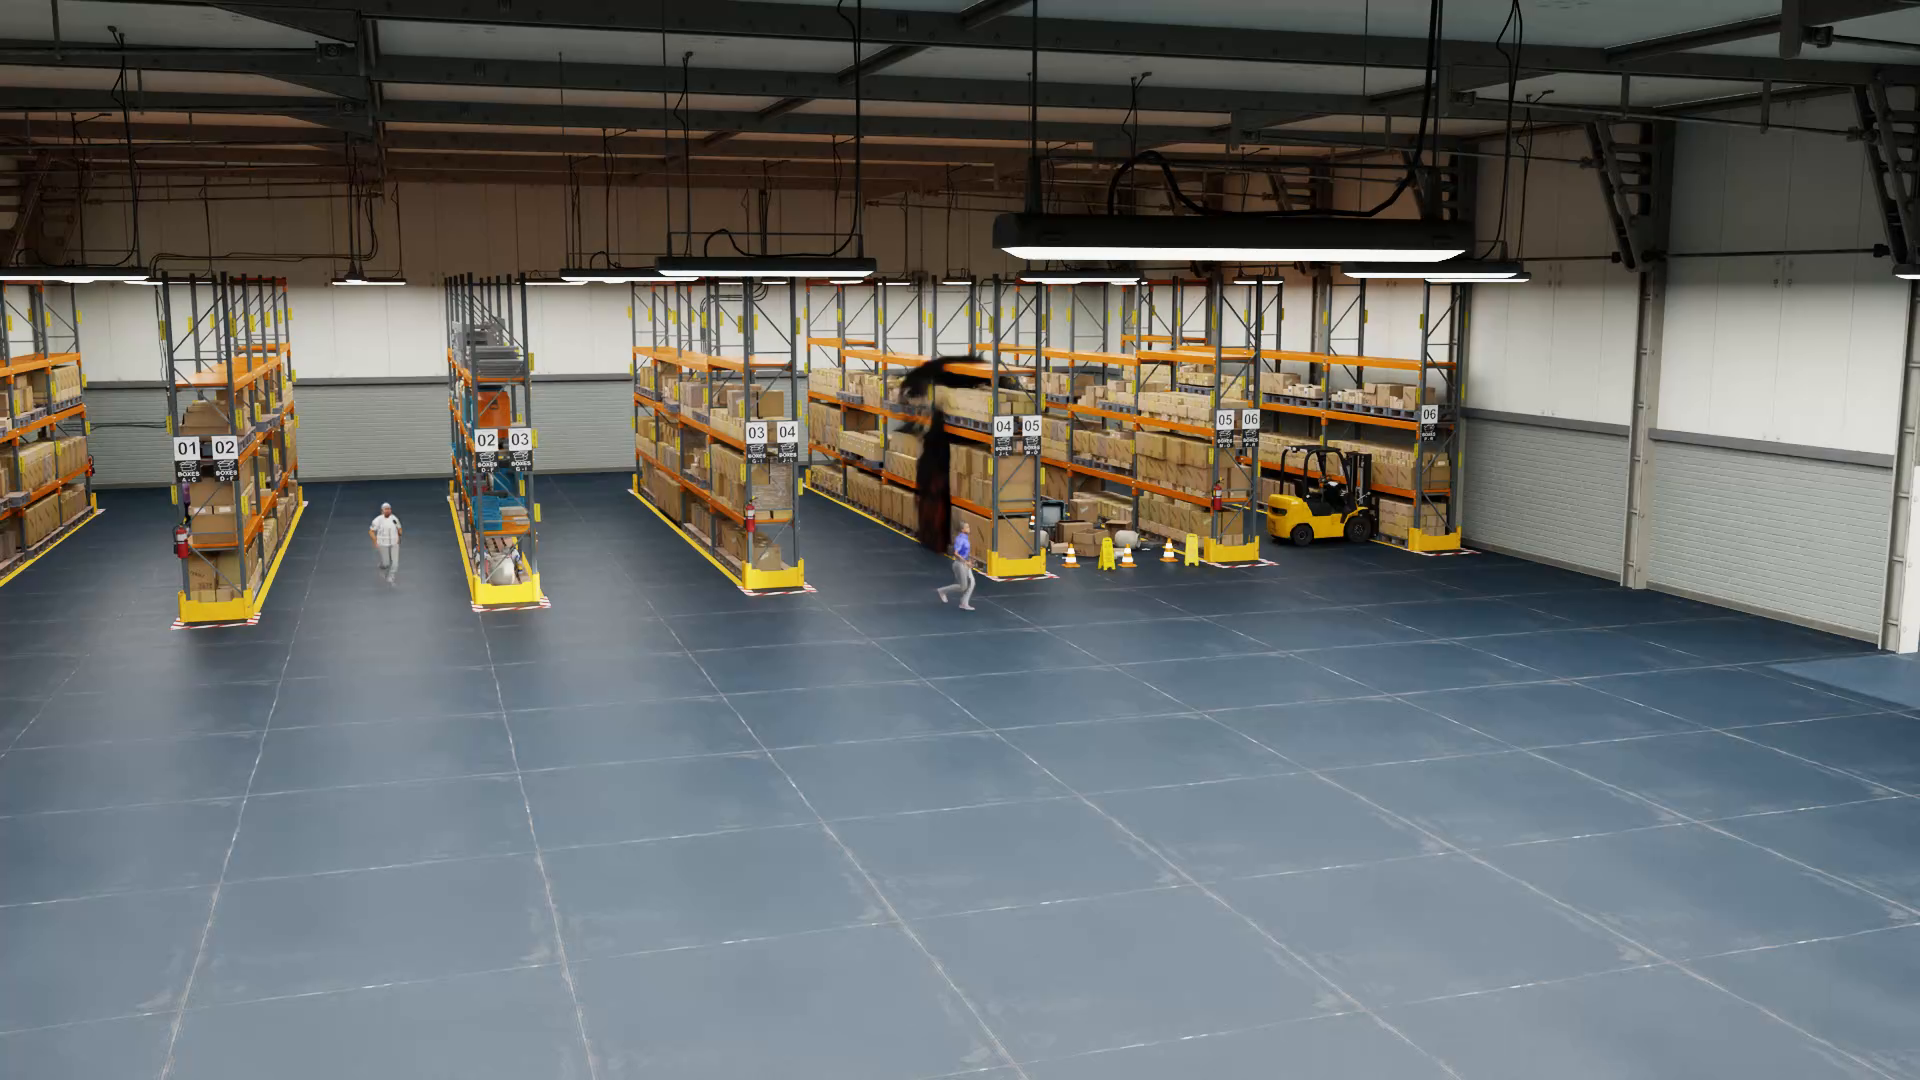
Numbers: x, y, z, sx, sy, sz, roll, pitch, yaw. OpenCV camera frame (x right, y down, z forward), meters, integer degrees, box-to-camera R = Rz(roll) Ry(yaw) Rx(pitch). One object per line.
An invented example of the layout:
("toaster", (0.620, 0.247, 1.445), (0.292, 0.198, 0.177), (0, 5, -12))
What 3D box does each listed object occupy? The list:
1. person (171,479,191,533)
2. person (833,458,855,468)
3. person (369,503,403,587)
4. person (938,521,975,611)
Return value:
("person", (-17.900, -0.855, 38.361), (0.539, 1.613, 0.871), (-4, 9, -22))
("person", (-3.508, -2.651, 49.911), (0.792, 1.751, 0.851), (3, 9, 20))
("person", (-11.077, 0.093, 32.190), (0.616, 1.627, 0.550), (-6, 10, -34))
("person", (-0.047, 0.458, 29.799), (0.681, 1.617, 0.562), (2, 9, 11))
